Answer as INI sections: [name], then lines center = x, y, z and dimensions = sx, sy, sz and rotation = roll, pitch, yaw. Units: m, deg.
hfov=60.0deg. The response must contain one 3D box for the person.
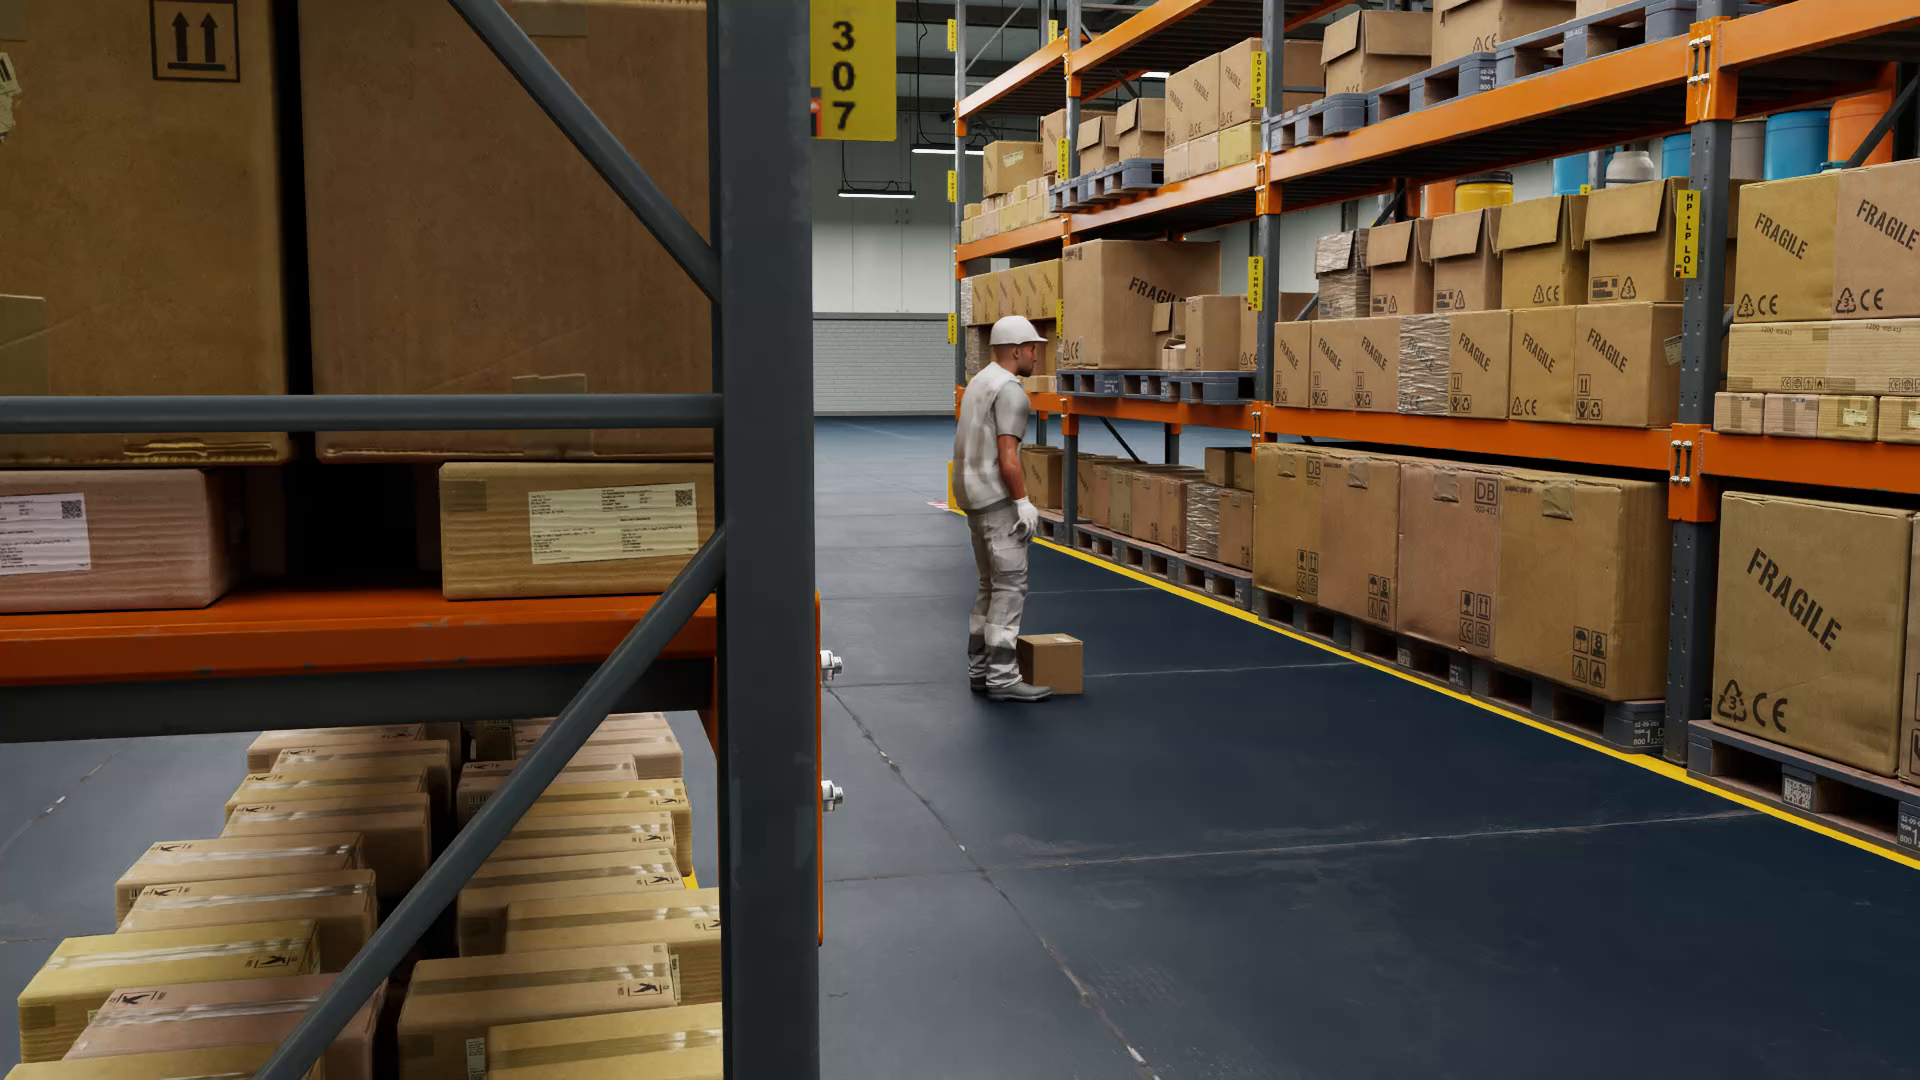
[person]
center = 0.204, -0.159, 7.824
dimensions = 0.452, 1.779, 0.622
rotation = -2, 6, -15
